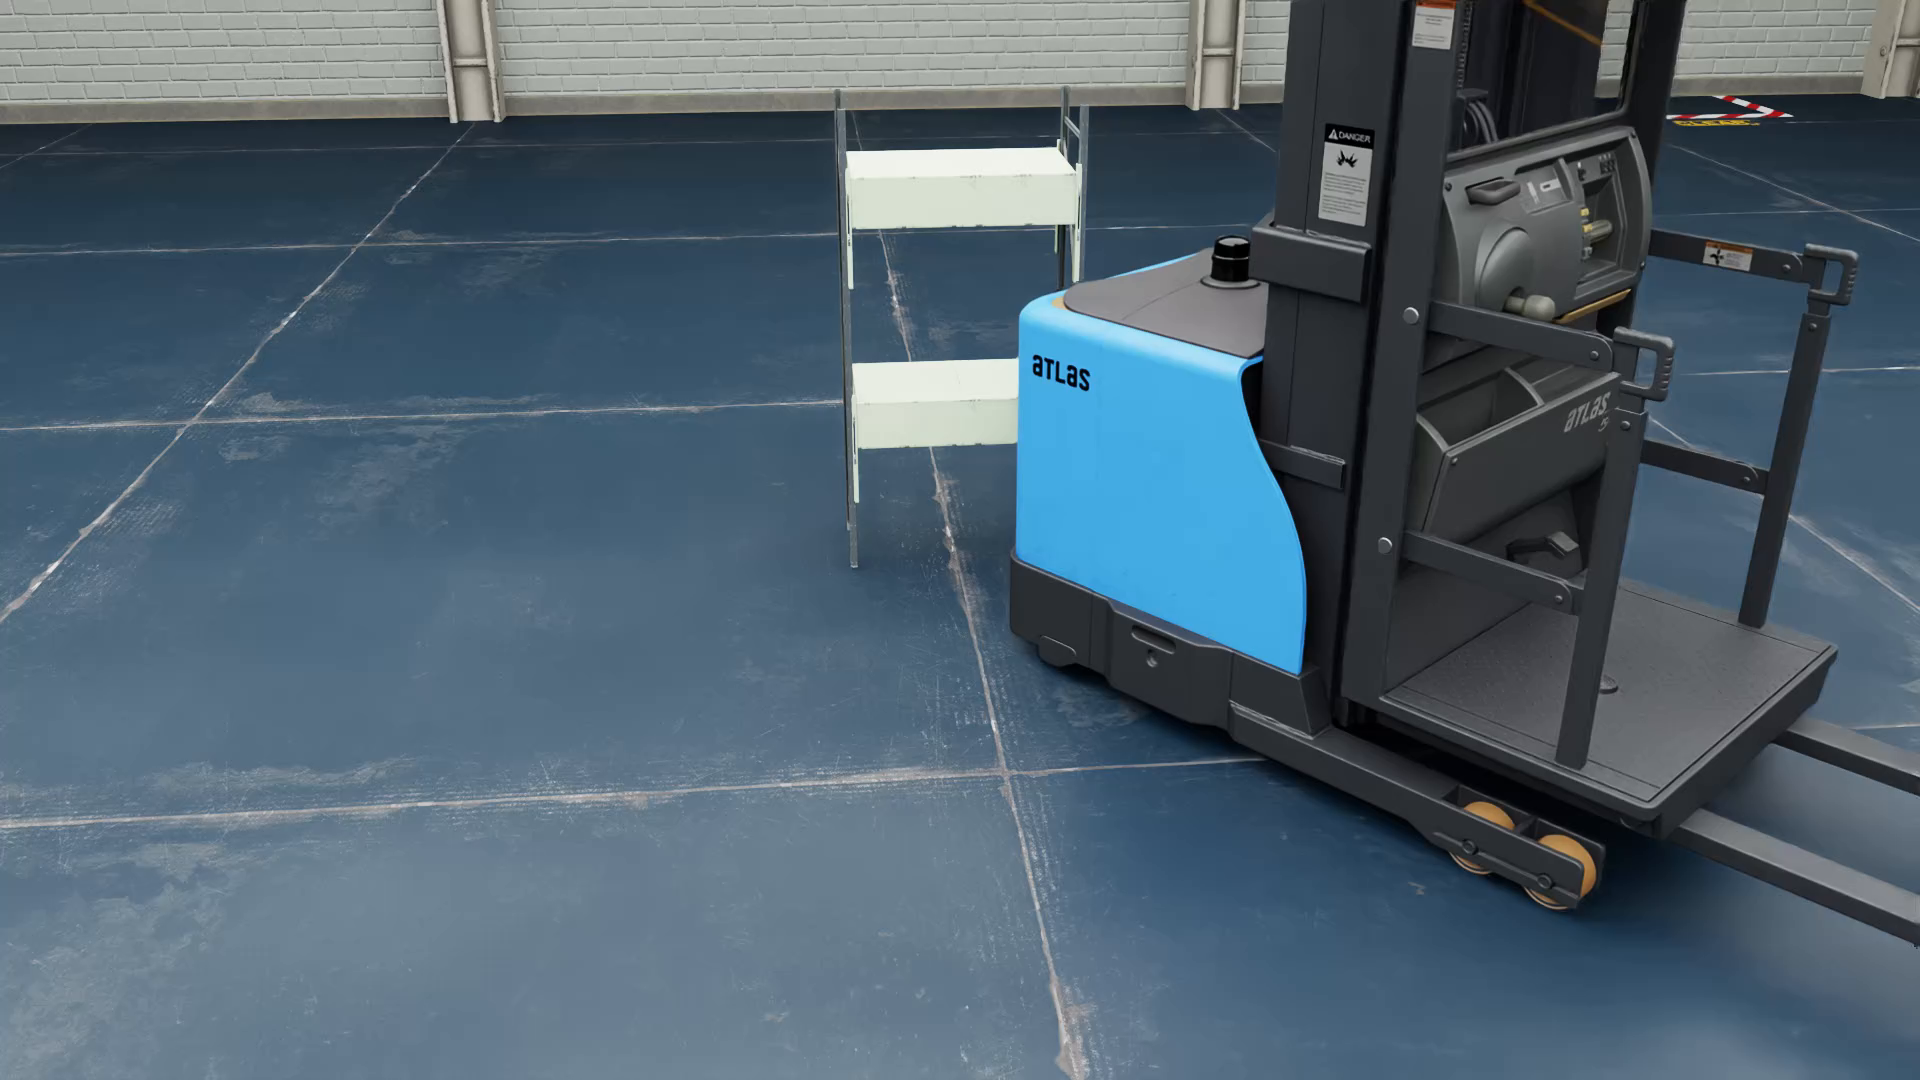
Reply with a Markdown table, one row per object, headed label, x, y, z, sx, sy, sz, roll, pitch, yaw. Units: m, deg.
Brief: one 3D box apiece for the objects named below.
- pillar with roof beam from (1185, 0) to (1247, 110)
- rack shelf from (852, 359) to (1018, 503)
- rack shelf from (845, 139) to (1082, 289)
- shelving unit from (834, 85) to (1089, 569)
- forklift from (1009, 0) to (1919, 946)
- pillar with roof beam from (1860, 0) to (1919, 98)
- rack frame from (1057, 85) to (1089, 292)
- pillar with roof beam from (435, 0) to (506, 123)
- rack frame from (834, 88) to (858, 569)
| label | x | y | z | sx | sy | sz | roll | pitch | yaw |
| --- | --- | --- | --- | --- | --- | --- | --- | --- | --- |
| pillar with roof beam | 2.527 | -5.995 | 8.159 | 0.400 | 9.000 | 9.100 | -2 | 24 | -5 |
| rack shelf | -0.007 | -0.387 | 5.577 | 0.720 | 0.370 | 0.431 | -2 | 24 | -5 |
| rack shelf | -0.007 | -1.042 | 5.286 | 0.720 | 0.370 | 0.431 | -2 | 24 | -5 |
| shelving unit | -0.007 | -0.685 | 5.445 | 0.755 | 1.500 | 0.431 | -2 | 24 | -5 |
| forklift | 1.538 | -0.726 | 3.774 | 1.130 | 2.935 | 3.031 | -22 | 32 | -40 |
| pillar with roof beam | 8.498 | -6.235 | 8.697 | 0.400 | 9.000 | 9.100 | -2 | 24 | -5 |
| rack frame | 0.358 | -0.700 | 5.478 | 0.023 | 1.500 | 0.400 | -2 | 24 | -5 |
| pillar with roof beam | -3.444 | -5.755 | 7.620 | 0.400 | 9.000 | 9.100 | -2 | 24 | -5 |
| rack frame | -0.371 | -0.670 | 5.412 | 0.023 | 1.500 | 0.400 | -2 | 24 | -5 |
